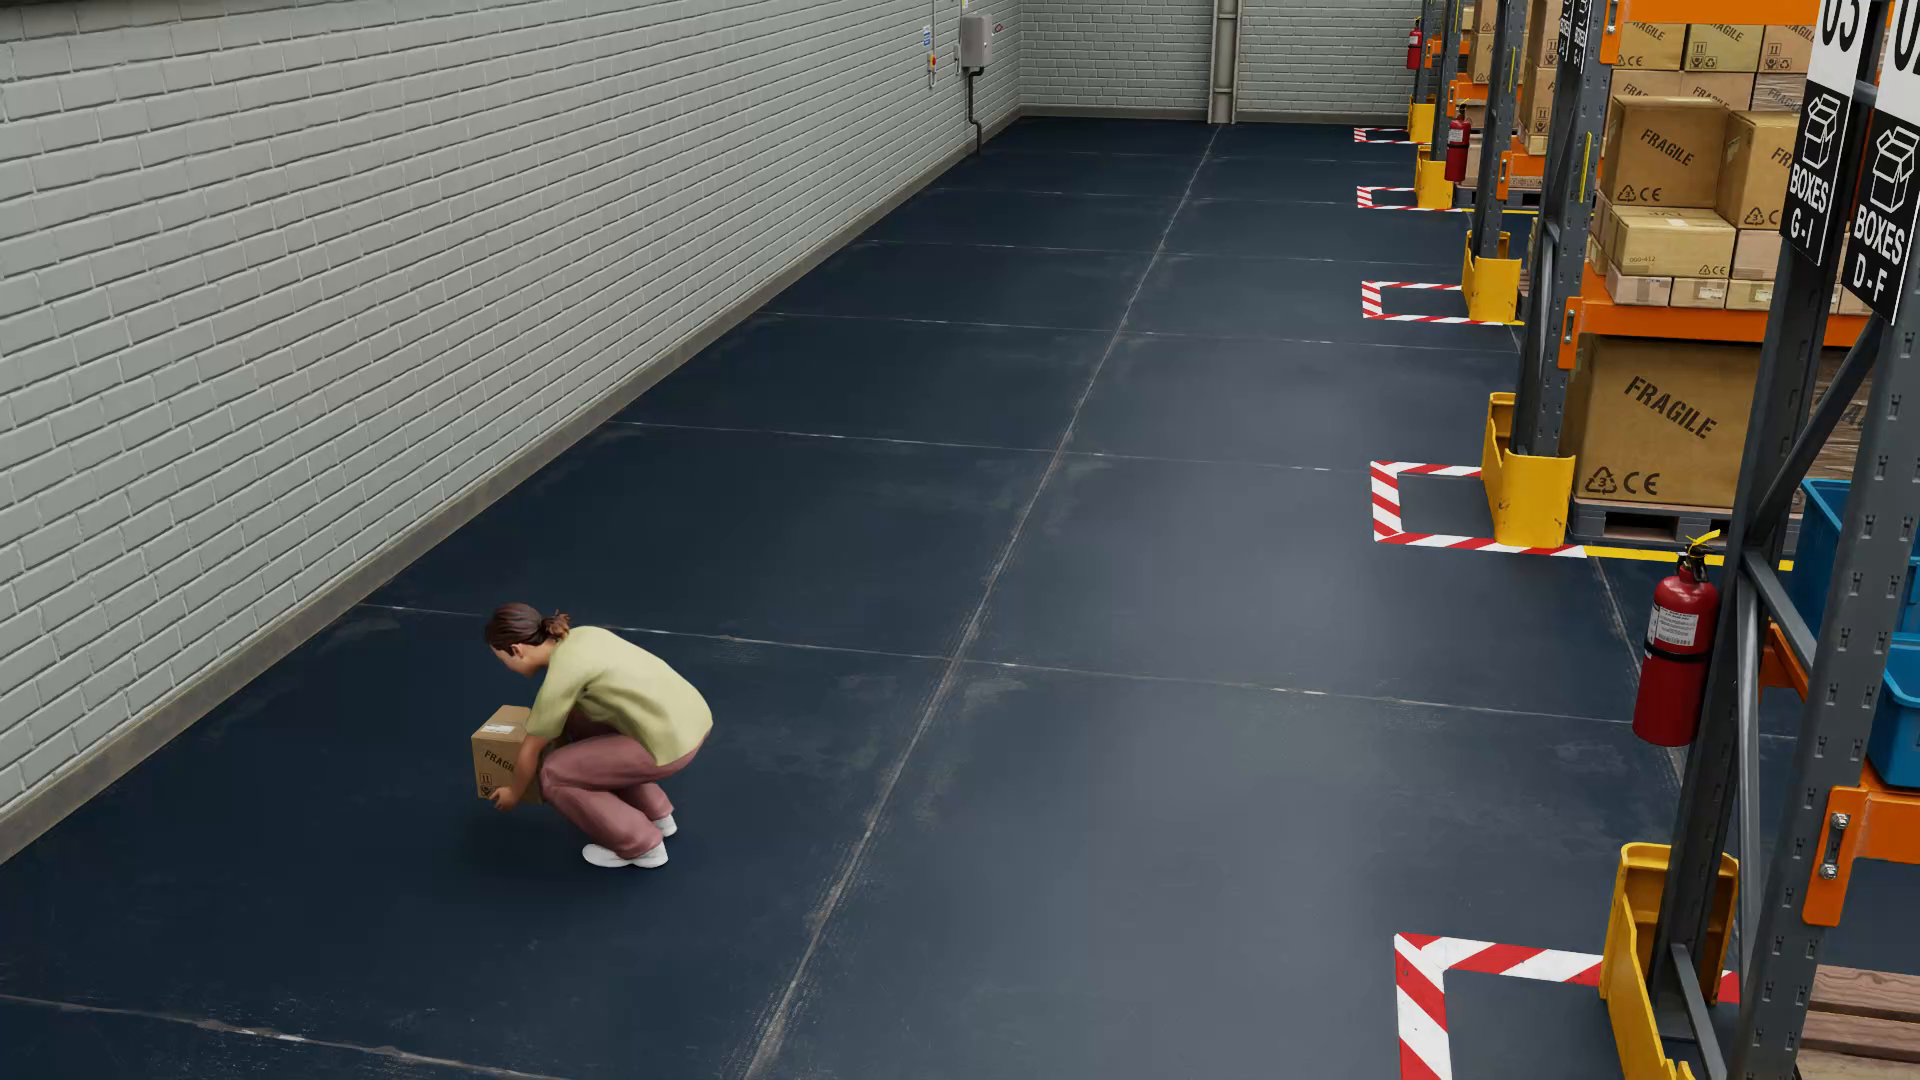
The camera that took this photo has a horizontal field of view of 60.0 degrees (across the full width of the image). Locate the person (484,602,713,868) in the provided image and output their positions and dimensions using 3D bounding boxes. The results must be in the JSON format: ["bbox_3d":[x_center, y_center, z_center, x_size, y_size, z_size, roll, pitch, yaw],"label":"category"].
[{"bbox_3d":[-1.274,0.673,5.876,0.779,0.954,0.484,4,22,11],"label":"person"}]
